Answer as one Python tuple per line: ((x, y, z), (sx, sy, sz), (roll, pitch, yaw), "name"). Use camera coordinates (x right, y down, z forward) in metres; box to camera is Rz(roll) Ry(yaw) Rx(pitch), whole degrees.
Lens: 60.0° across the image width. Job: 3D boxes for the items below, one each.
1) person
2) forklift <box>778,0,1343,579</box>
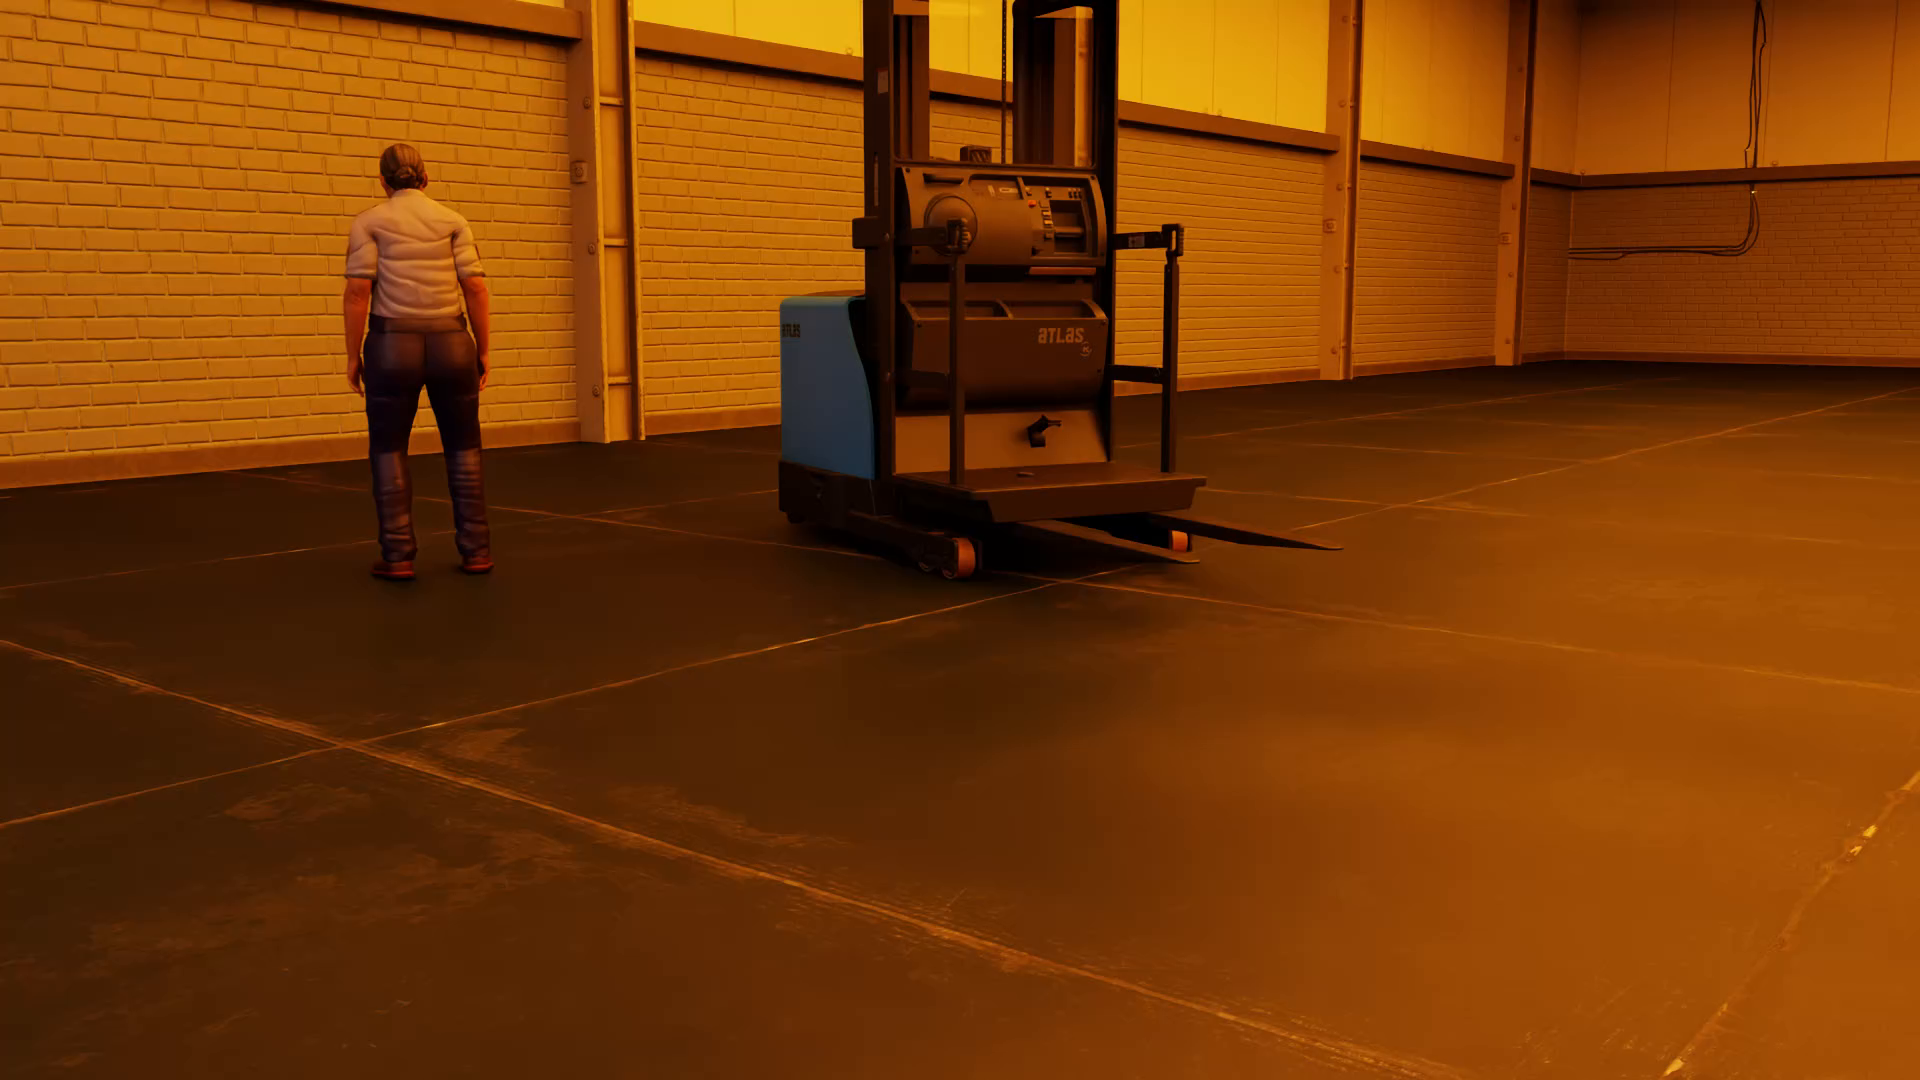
((-2.075, -0.682, 6.377), (0.538, 1.650, 0.380), (-4, 9, -26), "person")
((0.294, -1.373, 6.664), (1.130, 2.935, 3.031), (-5, 9, -28), "forklift")
